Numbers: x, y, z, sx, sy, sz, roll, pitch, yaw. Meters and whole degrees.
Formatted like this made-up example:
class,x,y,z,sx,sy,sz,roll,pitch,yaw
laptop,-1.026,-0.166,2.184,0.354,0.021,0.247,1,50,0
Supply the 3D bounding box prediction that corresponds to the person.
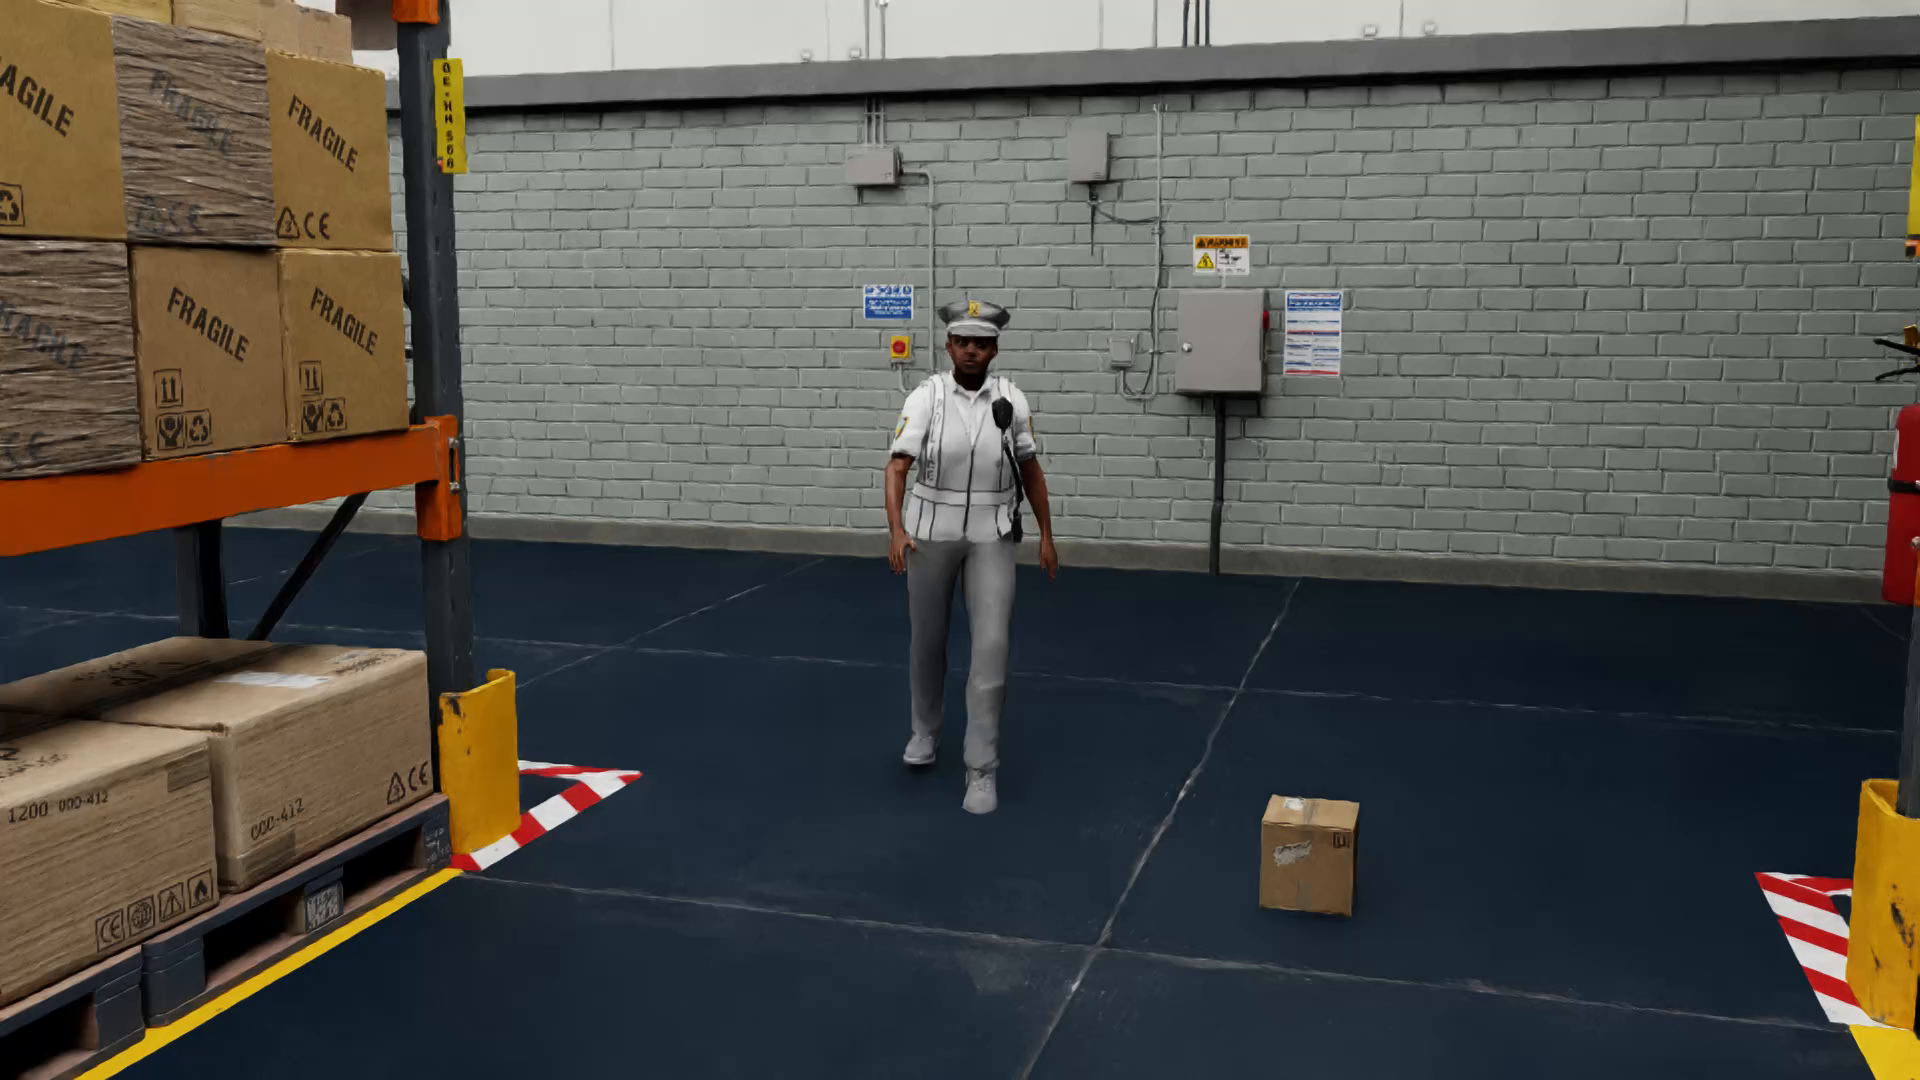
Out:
class,x,y,z,sx,sy,sz,roll,pitch,yaw
person,0.048,0.035,5.700,0.618,1.709,0.763,-1,8,-5
